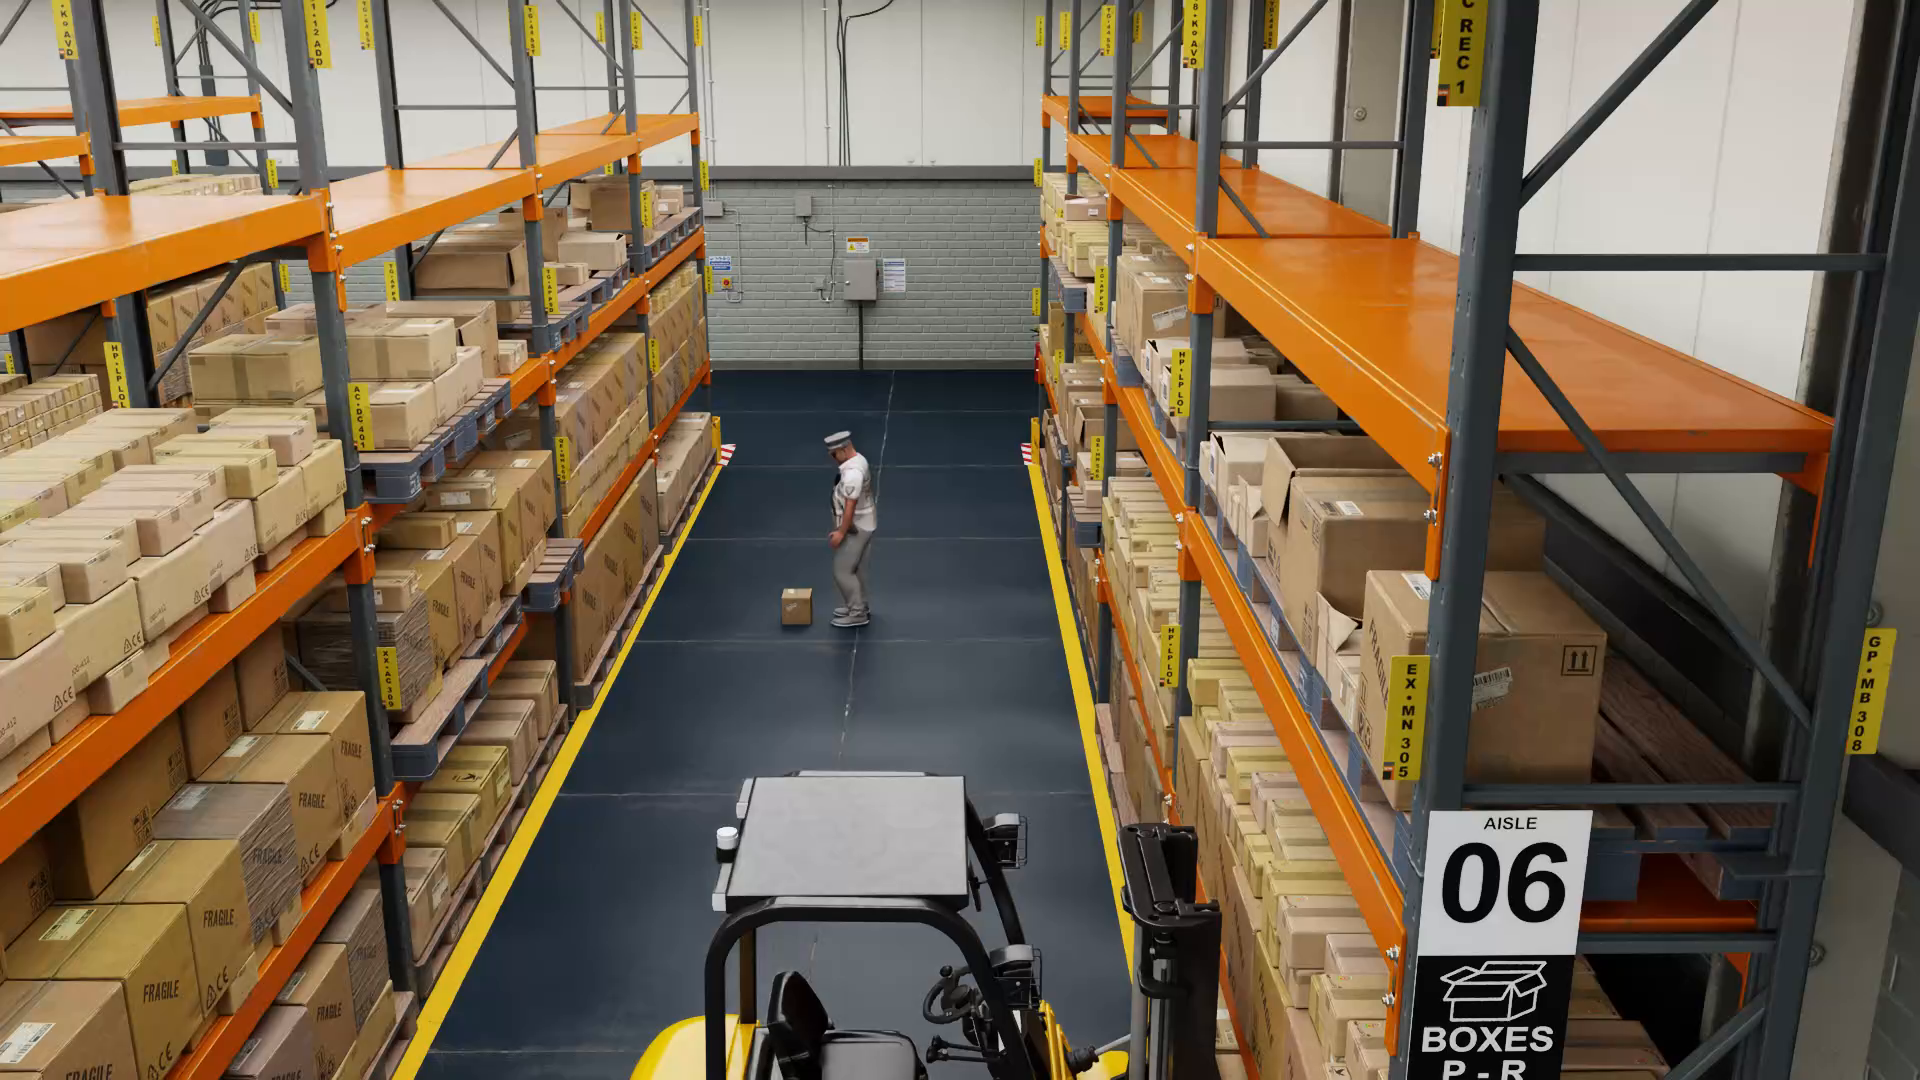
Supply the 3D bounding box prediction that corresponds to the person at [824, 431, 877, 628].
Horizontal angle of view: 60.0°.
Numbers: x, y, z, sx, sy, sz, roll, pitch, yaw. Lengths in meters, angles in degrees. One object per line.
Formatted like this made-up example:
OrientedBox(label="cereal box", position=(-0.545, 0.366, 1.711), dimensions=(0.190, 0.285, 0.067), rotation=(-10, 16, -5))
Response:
OrientedBox(label="person", position=(-0.948, -0.097, 14.507), dimensions=(0.440, 1.720, 0.547), rotation=(0, 17, 0))
